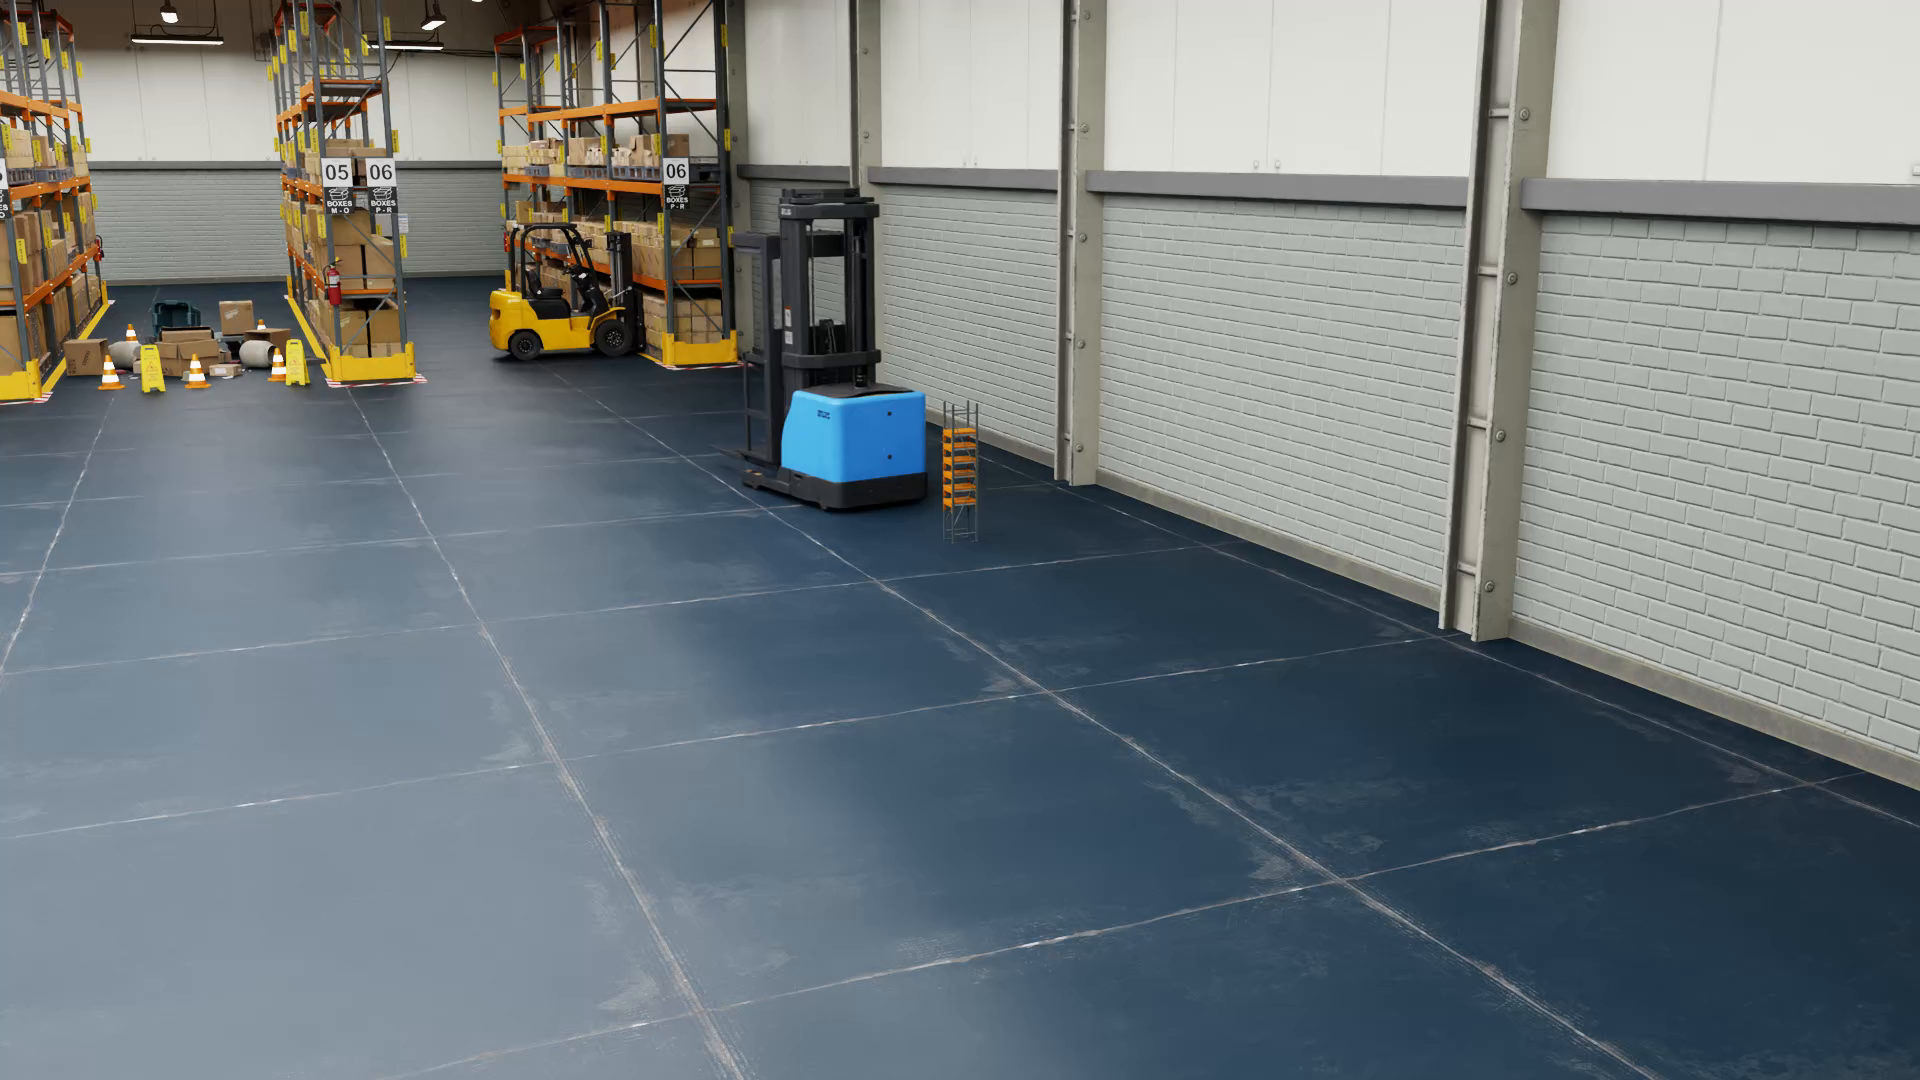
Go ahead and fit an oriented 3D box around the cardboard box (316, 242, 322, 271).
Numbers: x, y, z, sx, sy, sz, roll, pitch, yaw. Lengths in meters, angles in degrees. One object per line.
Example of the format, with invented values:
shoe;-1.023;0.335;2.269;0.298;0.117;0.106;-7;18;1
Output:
cardboard box;-9.986;-4.562;26.547;0.500;0.500;0.500;-6;14;-23

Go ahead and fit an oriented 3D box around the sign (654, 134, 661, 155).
sign;-4.673;-6.122;25.727;0.100;0.325;0.005;-6;14;-23

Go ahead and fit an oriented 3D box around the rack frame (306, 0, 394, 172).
rack frame;-8.717;-6.787;23.739;1.000;3.000;0.127;-6;14;-23

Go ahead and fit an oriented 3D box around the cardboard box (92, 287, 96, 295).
cardboard box;-18.497;-5.258;35.165;0.380;0.149;0.250;-5;14;-22

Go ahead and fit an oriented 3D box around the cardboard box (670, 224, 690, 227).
cardboard box;-4.702;-5.234;28.013;0.380;0.149;0.250;-6;14;-23

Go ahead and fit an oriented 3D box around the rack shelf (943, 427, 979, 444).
rack shelf;0.006;-0.889;14.150;0.258;0.103;0.180;-6;14;-23

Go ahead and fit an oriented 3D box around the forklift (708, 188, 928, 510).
forklift;-1.559;-1.987;16.457;1.130;2.935;3.031;-9;16;-34

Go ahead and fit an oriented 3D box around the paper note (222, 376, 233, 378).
paper note;-10.919;-2.434;24.817;0.148;0.019;0.142;-12;18;-42

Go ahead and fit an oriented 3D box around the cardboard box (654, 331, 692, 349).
cardboard box;-4.648;-3.247;26.915;0.500;0.250;0.500;-6;14;-23

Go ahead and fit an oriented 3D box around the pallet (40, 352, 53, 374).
pallet;-14.581;-2.700;25.569;1.003;0.211;1.213;-6;14;-23

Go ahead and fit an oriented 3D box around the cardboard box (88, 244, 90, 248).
cardboard box;-18.850;-6.325;35.604;0.380;0.149;0.250;-6;14;-25

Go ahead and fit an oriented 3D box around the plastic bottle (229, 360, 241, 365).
plastic bottle;-11.520;-2.823;26.434;0.133;0.061;0.283;-3;13;-13

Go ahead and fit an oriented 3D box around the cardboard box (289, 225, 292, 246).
cardboard box;-14.369;-6.674;36.331;0.500;0.500;0.500;-6;14;-24

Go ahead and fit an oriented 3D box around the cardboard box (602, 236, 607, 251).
cardboard box;-6.203;-5.389;30.226;0.500;0.250;0.500;-6;14;-24

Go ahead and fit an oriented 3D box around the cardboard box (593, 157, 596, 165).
cardboard box;-6.491;-6.932;30.421;0.380;0.149;0.250;-6;14;-23

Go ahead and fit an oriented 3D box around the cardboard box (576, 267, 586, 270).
cardboard box;-8.162;-5.830;36.082;0.380;0.149;0.250;-5;14;-21

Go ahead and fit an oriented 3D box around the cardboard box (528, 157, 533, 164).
cardboard box;-9.150;-8.231;36.033;0.380;0.149;0.250;-5;14;-22

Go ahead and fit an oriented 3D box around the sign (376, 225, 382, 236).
sign;-9.825;-5.163;28.107;0.100;0.325;0.005;-6;14;-23

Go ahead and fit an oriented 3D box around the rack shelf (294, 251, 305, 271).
rack shelf;-12.722;-5.580;33.423;1.077;0.370;4.000;-6;14;-23

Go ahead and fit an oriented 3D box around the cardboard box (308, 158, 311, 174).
cardboard box;-9.990;-5.898;26.223;0.500;0.250;0.500;-5;14;-22

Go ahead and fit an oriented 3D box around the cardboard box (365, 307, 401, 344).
cardboard box;-8.796;-3.291;25.443;0.500;0.500;0.500;-6;14;-25

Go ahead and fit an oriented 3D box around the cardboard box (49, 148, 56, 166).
cardboard box;-15.723;-6.532;28.332;0.500;0.311;0.500;-6;14;-23

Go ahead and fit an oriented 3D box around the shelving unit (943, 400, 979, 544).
shelving unit;0.006;-0.582;14.222;0.258;1.200;0.189;-6;14;-23

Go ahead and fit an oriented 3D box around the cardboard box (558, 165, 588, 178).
cardboard box;-7.803;-7.439;33.539;0.500;0.250;0.500;-6;14;-25

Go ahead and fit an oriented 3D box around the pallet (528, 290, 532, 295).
pallet;-9.251;-5.576;37.996;1.003;0.211;1.213;-6;14;-23

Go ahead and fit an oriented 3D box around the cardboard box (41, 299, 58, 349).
cardboard box;-15.145;-3.452;26.689;1.050;0.750;0.750;-6;14;-23

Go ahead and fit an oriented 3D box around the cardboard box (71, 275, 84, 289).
cardboard box;-17.295;-4.990;32.225;0.500;0.250;0.500;-5;14;-20

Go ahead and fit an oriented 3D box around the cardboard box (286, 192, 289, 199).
cardboard box;-14.655;-7.600;36.675;0.380;0.149;0.250;-6;14;-24

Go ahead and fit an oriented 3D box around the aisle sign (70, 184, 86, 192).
aisle sign;-19.375;-8.011;36.565;0.394;0.787;0.004;-6;14;-23

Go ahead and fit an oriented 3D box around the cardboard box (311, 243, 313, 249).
cardboard box;-10.914;-5.266;28.659;0.500;0.500;0.500;-6;14;-23

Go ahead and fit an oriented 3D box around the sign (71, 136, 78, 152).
sign;-17.511;-7.832;32.884;0.100;0.325;0.005;-6;14;-23

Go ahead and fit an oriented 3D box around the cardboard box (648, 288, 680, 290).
cardboard box;-5.181;-4.305;29.266;0.500;0.250;0.500;-6;14;-24

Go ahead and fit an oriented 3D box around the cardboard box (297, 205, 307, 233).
cardboard box;-12.368;-6.136;31.792;0.500;0.500;0.500;-6;14;-24

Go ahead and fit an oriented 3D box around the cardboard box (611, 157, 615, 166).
cardboard box;-5.871;-6.612;29.039;0.380;0.149;0.250;-5;14;-22

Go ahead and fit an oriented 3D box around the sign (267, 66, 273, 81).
sign;-15.637;-10.576;37.687;0.100;0.325;0.005;-6;14;-23

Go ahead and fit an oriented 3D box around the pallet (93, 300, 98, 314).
pallet;-18.813;-4.905;35.096;1.003;0.211;1.213;-6;14;-23

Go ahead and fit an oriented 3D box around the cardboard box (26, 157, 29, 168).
cardboard box;-14.067;-5.611;24.712;0.380;0.149;0.250;-6;14;-23

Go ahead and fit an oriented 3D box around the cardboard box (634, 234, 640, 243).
cardboard box;-5.284;-5.094;28.067;0.380;0.149;0.250;-6;14;-24

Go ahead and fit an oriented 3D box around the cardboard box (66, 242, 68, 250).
cardboard box;-16.845;-5.464;30.951;0.380;0.149;0.250;-5;14;-21

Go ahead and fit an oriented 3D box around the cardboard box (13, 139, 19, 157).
cardboard box;-13.577;-5.515;23.414;0.500;0.250;0.500;-6;14;-23

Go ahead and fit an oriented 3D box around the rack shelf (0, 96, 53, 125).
rack shelf;-15.615;-7.014;27.199;1.077;0.370;4.000;-6;14;-23

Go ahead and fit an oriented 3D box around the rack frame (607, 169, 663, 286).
rack frame;-5.772;-5.140;29.927;1.000;3.000;0.127;-6;14;-23

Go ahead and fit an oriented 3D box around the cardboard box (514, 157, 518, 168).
cardboard box;-10.007;-8.721;38.421;0.500;0.250;0.500;-6;14;-24

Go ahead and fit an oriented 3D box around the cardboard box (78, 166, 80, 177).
cardboard box;-18.171;-7.486;33.744;0.500;0.250;0.500;-6;14;-24

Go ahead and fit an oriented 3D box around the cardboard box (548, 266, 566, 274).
cardboard box;-8.782;-5.895;36.363;0.380;0.149;0.250;-6;15;-26

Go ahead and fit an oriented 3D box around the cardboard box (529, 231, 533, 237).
cardboard box;-9.404;-6.948;37.411;0.500;0.250;0.500;-5;14;-22

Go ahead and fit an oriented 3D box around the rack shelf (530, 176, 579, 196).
rack shelf;-8.176;-7.491;35.025;1.077;0.370;4.000;-6;14;-23

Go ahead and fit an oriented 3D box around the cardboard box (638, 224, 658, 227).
cardboard box;-5.212;-5.248;28.074;0.380;0.149;0.250;-6;14;-23

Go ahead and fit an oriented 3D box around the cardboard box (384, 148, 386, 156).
cardboard box;-8.864;-5.850;25.132;0.380;0.149;0.250;-6;14;-23

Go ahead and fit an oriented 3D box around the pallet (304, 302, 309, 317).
pallet;-13.145;-4.833;34.782;1.003;0.211;1.213;-6;14;-23

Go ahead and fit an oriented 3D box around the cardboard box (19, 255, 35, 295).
cardboard box;-13.751;-3.781;23.721;0.875;0.550;0.550;-6;14;-23

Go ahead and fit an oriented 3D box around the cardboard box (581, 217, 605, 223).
cardboard box;-7.438;-6.340;33.959;0.500;0.500;0.500;-5;14;-20

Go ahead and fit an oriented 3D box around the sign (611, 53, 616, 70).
sign;-6.868;-9.472;32.917;0.100;0.325;0.005;-6;14;-23

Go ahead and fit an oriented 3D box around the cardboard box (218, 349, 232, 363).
cardboard box;-11.959;-2.997;26.730;0.396;0.266;0.258;6;14;26
